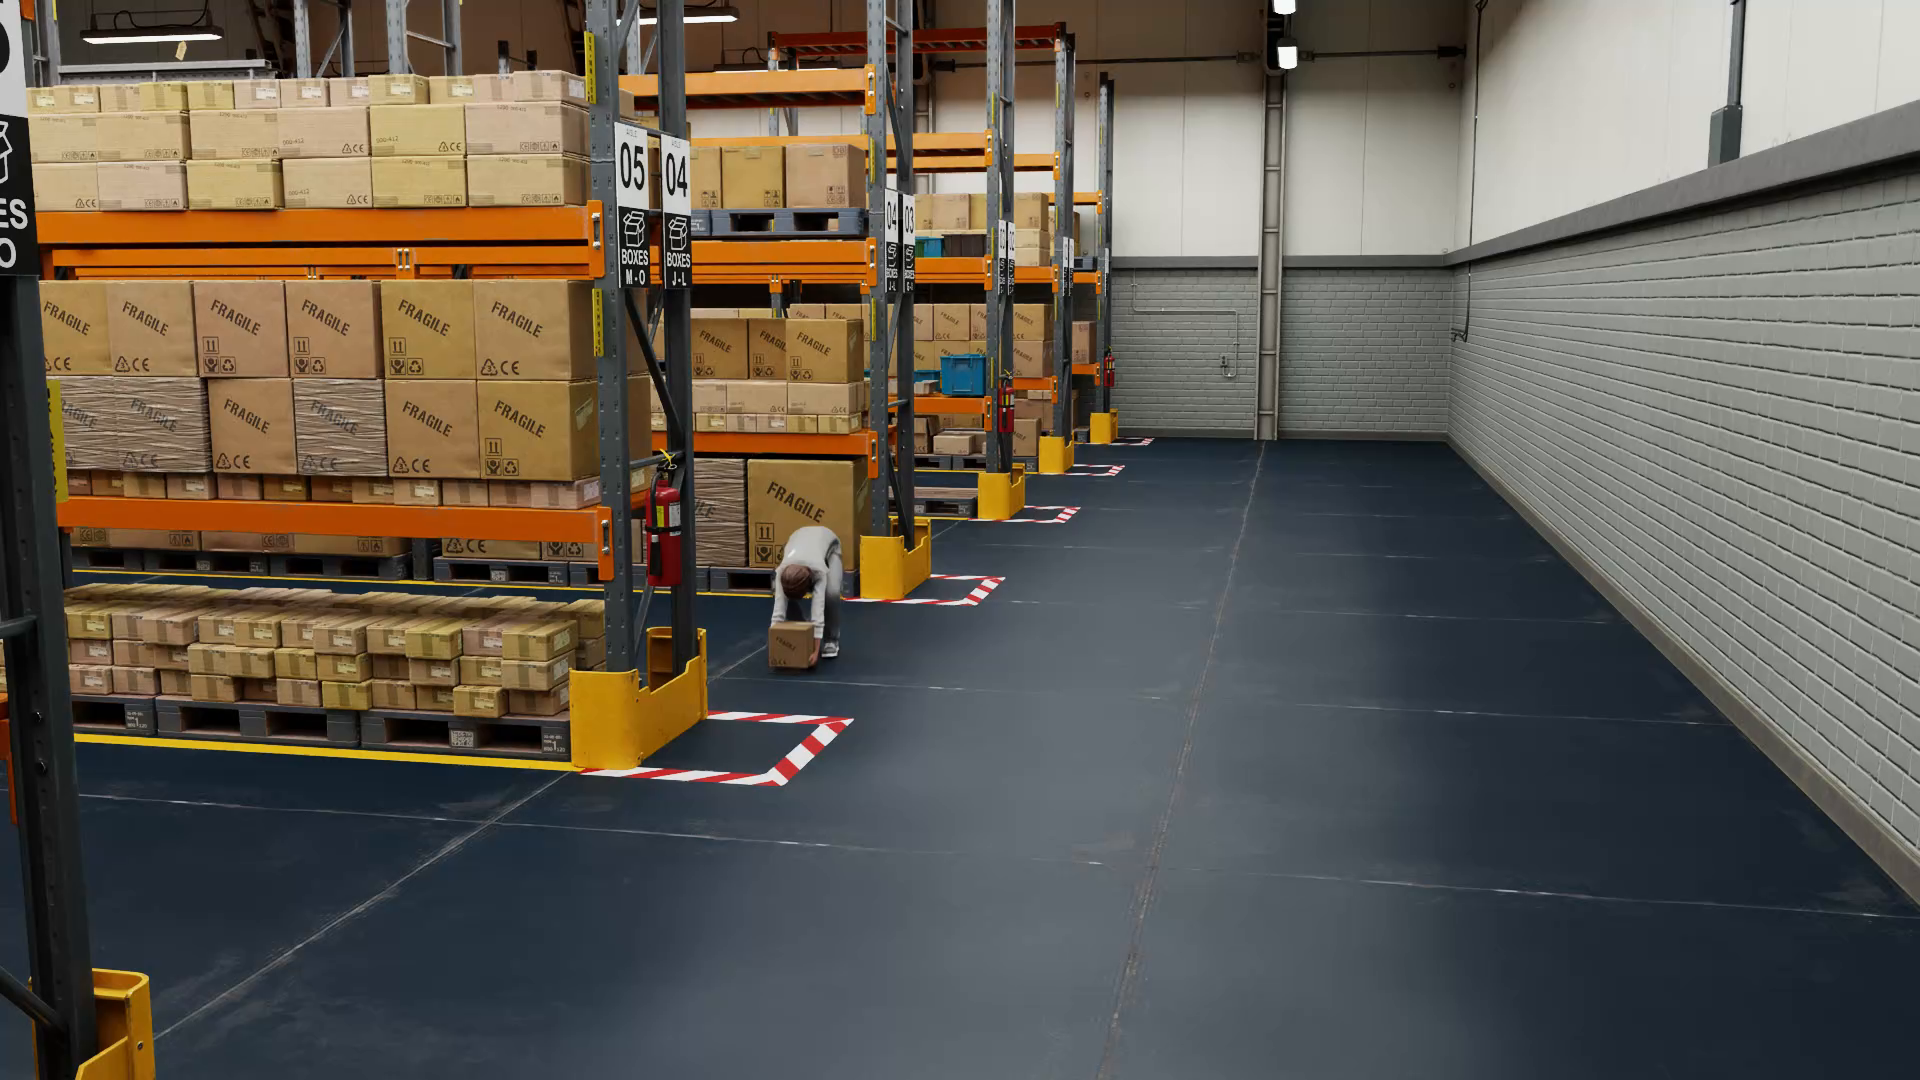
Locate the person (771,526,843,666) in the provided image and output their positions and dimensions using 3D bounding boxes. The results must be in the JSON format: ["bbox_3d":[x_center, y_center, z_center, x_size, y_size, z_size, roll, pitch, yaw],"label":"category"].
[{"bbox_3d":[-0.998,0.364,10.913,0.426,0.860,0.853,1,8,8],"label":"person"}]
